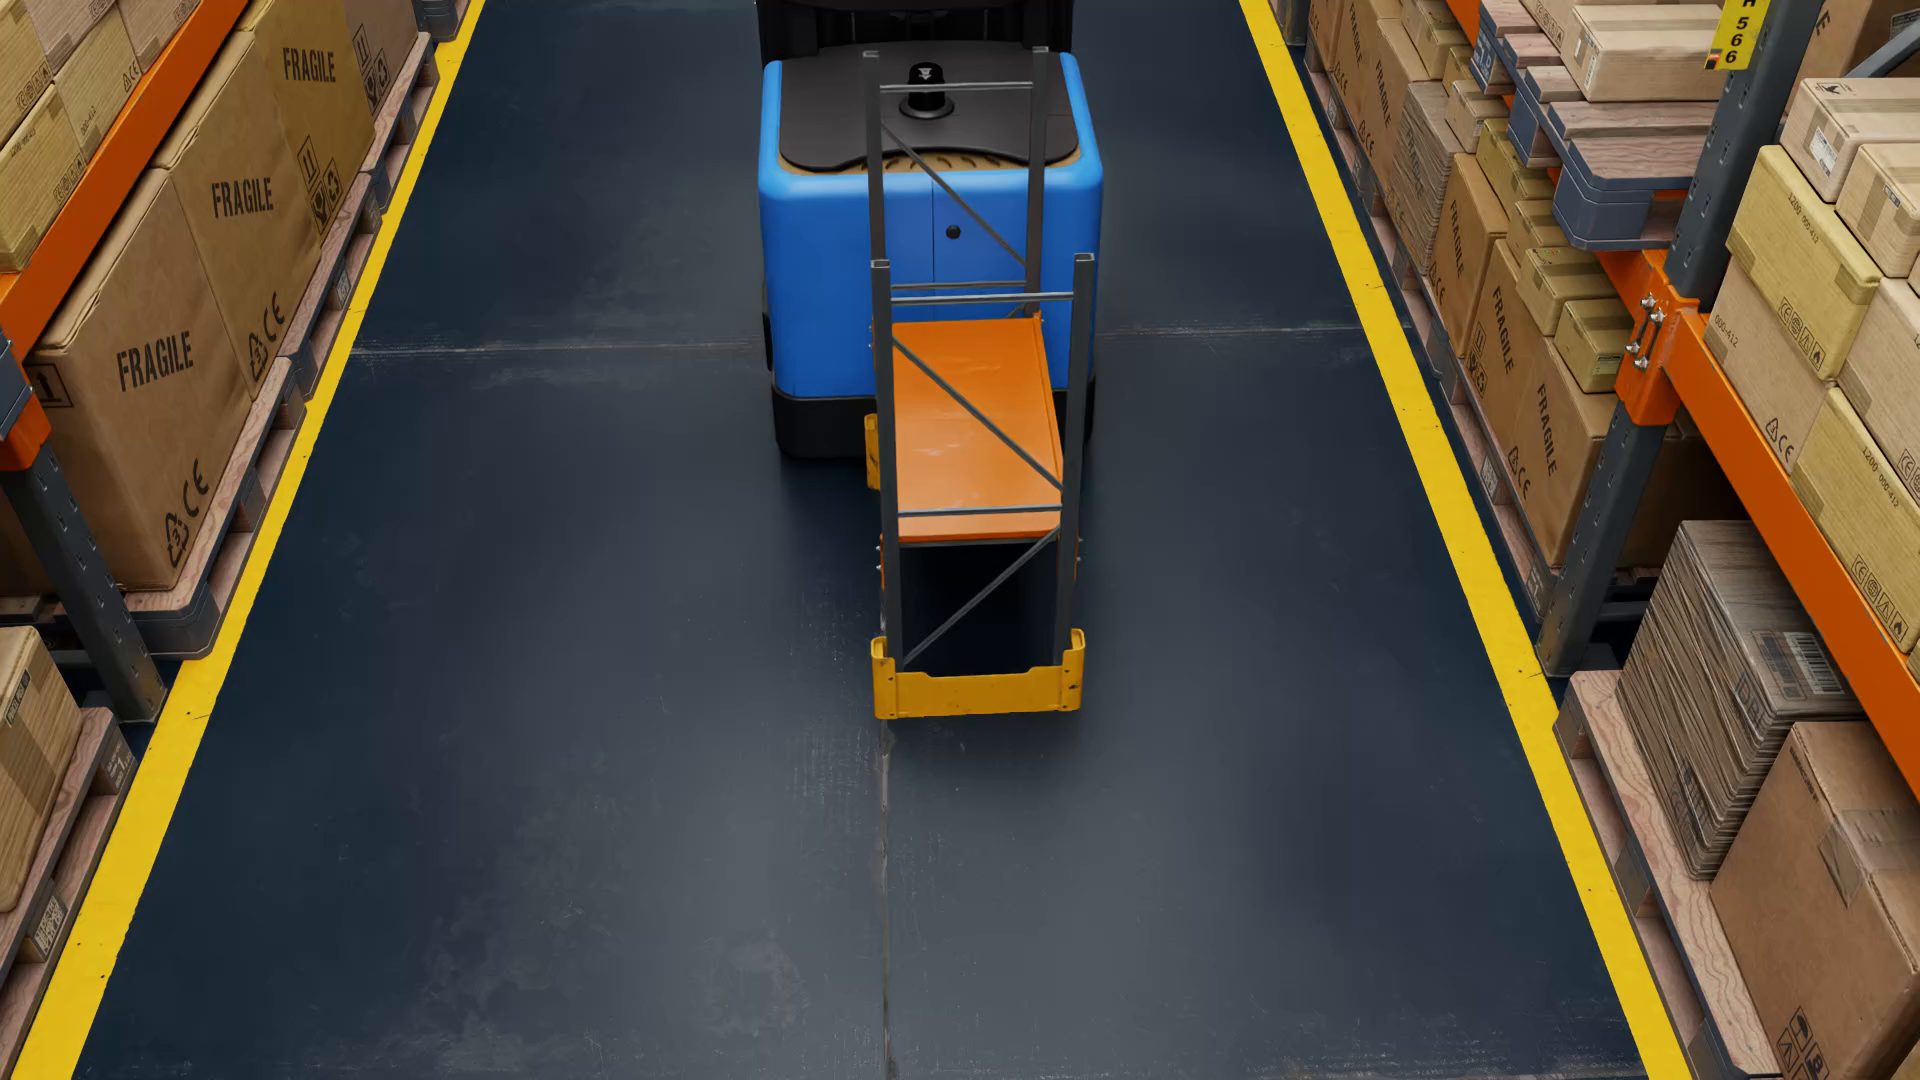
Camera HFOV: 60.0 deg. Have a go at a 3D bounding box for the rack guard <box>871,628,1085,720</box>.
[{"bbox_3d":[0.050,0.376,4.655,0.587,0.250,0.087,-2,43,-3],"label":"rack guard"}]

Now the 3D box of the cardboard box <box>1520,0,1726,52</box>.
[{"bbox_3d":[1.823,-1.560,4.532,0.500,0.250,0.500,-3,43,-4],"label":"cardboard box"}]

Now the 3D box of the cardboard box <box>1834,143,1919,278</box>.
[{"bbox_3d":[1.923,-0.629,3.163,0.380,0.149,0.250,-1,43,-1],"label":"cardboard box"}]

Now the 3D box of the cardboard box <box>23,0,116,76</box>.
[{"bbox_3d":[-2.563,-1.439,4.341,0.500,0.250,0.500,-1,43,-1],"label":"cardboard box"}]

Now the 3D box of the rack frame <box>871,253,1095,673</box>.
[{"bbox_3d":[0.051,-0.072,4.218,0.500,1.500,0.032,-2,43,-3],"label":"rack frame"}]

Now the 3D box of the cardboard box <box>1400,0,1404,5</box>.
[{"bbox_3d":[1.908,-2.138,6.422,0.380,0.149,0.250,-2,43,-3],"label":"cardboard box"}]

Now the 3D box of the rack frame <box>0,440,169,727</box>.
[{"bbox_3d":[-2.767,-0.612,3.698,1.000,3.000,0.127,-2,43,-2],"label":"rack frame"}]

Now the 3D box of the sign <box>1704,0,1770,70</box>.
[{"bbox_3d":[1.650,-1.133,3.468,0.100,0.325,0.005,-2,43,-2],"label":"sign"}]

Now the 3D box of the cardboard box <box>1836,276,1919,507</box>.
[{"bbox_3d":[1.986,-0.242,3.035,0.500,0.250,0.500,0,43,0],"label":"cardboard box"}]

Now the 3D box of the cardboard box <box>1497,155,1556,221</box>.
[{"bbox_3d":[1.942,-1.098,5.287,0.380,0.149,0.250,0,43,-1],"label":"cardboard box"}]

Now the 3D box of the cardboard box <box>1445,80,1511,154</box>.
[{"bbox_3d":[1.889,-1.452,5.673,0.380,0.149,0.250,-4,43,-4],"label":"cardboard box"}]

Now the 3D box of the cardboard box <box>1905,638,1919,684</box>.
[{"bbox_3d":[2.012,0.292,2.823,0.500,0.250,0.500,-3,43,-3],"label":"cardboard box"}]

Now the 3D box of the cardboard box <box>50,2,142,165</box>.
[{"bbox_3d":[-2.576,-1.241,4.495,0.500,0.250,0.500,-3,43,-3],"label":"cardboard box"}]

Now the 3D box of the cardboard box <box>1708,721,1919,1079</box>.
[{"bbox_3d":[2.240,0.826,3.576,0.875,0.625,0.625,0,43,0],"label":"cardboard box"}]

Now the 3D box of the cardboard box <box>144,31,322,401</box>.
[{"bbox_3d":[-2.748,-1.055,5.442,0.875,0.875,0.875,-1,43,-1],"label":"cardboard box"}]

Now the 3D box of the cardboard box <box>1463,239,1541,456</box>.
[{"bbox_3d":[1.948,-0.608,5.233,0.500,0.500,0.500,-2,43,-2],"label":"cardboard box"}]

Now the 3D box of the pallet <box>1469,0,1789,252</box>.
[{"bbox_3d":[2.093,-1.142,4.418,1.213,0.211,1.003,-2,43,-2],"label":"pallet"}]

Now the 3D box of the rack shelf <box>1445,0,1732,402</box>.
[{"bbox_3d":[2.107,-1.842,5.572,1.077,0.370,4.000,-2,43,-2],"label":"rack shelf"}]

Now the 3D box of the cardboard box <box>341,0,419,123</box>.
[{"bbox_3d":[-2.831,-2.268,6.766,0.875,0.875,0.875,0,43,0],"label":"cardboard box"}]

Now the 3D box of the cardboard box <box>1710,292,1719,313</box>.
[{"bbox_3d":[2.453,-0.615,5.240,0.500,0.500,0.500,-1,43,-2],"label":"cardboard box"}]

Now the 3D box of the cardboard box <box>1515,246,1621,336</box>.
[{"bbox_3d":[1.875,-0.739,4.896,0.380,0.149,0.250,-4,43,-4],"label":"cardboard box"}]

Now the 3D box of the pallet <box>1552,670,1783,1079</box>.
[{"bbox_3d":[2.188,0.828,4.191,1.003,0.211,1.213,-2,43,-2],"label":"pallet"}]

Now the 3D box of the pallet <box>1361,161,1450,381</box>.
[{"bbox_3d":[2.149,-1.056,6.246,1.003,0.211,1.213,-2,43,-2],"label":"pallet"}]

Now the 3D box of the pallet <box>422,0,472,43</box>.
[{"bbox_3d":[-2.891,-2.800,8.149,1.003,0.211,1.213,-2,43,-2],"label":"pallet"}]

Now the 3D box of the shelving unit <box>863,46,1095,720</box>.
[{"bbox_3d":[0.020,-0.421,4.599,0.587,1.500,1.083,-2,43,-3],"label":"shelving unit"}]

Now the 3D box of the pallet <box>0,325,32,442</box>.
[{"bbox_3d":[-2.631,-0.063,3.241,1.213,0.211,1.003,-2,43,-2],"label":"pallet"}]

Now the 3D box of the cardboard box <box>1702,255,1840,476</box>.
[{"bbox_3d":[1.966,-0.395,3.572,0.500,0.250,0.500,-1,43,-2],"label":"cardboard box"}]

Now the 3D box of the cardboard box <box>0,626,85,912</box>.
[{"bbox_3d":[-2.753,0.583,4.028,0.950,0.372,0.625,-4,43,-5],"label":"cardboard box"}]

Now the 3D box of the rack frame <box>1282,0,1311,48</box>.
[{"bbox_3d":[2.022,-3.458,6.802,1.000,3.000,0.127,-2,43,-2],"label":"rack frame"}]

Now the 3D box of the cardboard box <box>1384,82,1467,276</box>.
[{"bbox_3d":[1.882,-1.311,6.000,0.500,0.500,0.500,-3,43,-3],"label":"cardboard box"}]

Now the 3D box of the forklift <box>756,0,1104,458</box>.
[{"bbox_3d":[-0.169,-2.333,5.626,1.130,2.935,3.031,-2,43,-3],"label":"forklift"}]

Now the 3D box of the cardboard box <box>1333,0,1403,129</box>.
[{"bbox_3d":[1.850,-1.999,6.750,0.500,0.500,0.500,-2,43,-2],"label":"cardboard box"}]

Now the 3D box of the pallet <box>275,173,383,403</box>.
[{"bbox_3d":[-2.774,-0.940,6.120,1.003,0.211,1.213,-2,43,-2],"label":"pallet"}]

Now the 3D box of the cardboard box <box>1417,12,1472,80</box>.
[{"bbox_3d":[1.889,-1.801,6.054,0.380,0.149,0.250,0,43,0],"label":"cardboard box"}]

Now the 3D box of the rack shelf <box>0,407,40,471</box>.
[{"bbox_3d":[-2.683,1.003,2.468,1.077,0.370,4.000,-2,43,-2],"label":"rack shelf"}]

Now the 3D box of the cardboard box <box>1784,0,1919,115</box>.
[{"bbox_3d":[2.326,-1.301,4.064,0.500,0.500,0.500,0,43,0],"label":"cardboard box"}]
